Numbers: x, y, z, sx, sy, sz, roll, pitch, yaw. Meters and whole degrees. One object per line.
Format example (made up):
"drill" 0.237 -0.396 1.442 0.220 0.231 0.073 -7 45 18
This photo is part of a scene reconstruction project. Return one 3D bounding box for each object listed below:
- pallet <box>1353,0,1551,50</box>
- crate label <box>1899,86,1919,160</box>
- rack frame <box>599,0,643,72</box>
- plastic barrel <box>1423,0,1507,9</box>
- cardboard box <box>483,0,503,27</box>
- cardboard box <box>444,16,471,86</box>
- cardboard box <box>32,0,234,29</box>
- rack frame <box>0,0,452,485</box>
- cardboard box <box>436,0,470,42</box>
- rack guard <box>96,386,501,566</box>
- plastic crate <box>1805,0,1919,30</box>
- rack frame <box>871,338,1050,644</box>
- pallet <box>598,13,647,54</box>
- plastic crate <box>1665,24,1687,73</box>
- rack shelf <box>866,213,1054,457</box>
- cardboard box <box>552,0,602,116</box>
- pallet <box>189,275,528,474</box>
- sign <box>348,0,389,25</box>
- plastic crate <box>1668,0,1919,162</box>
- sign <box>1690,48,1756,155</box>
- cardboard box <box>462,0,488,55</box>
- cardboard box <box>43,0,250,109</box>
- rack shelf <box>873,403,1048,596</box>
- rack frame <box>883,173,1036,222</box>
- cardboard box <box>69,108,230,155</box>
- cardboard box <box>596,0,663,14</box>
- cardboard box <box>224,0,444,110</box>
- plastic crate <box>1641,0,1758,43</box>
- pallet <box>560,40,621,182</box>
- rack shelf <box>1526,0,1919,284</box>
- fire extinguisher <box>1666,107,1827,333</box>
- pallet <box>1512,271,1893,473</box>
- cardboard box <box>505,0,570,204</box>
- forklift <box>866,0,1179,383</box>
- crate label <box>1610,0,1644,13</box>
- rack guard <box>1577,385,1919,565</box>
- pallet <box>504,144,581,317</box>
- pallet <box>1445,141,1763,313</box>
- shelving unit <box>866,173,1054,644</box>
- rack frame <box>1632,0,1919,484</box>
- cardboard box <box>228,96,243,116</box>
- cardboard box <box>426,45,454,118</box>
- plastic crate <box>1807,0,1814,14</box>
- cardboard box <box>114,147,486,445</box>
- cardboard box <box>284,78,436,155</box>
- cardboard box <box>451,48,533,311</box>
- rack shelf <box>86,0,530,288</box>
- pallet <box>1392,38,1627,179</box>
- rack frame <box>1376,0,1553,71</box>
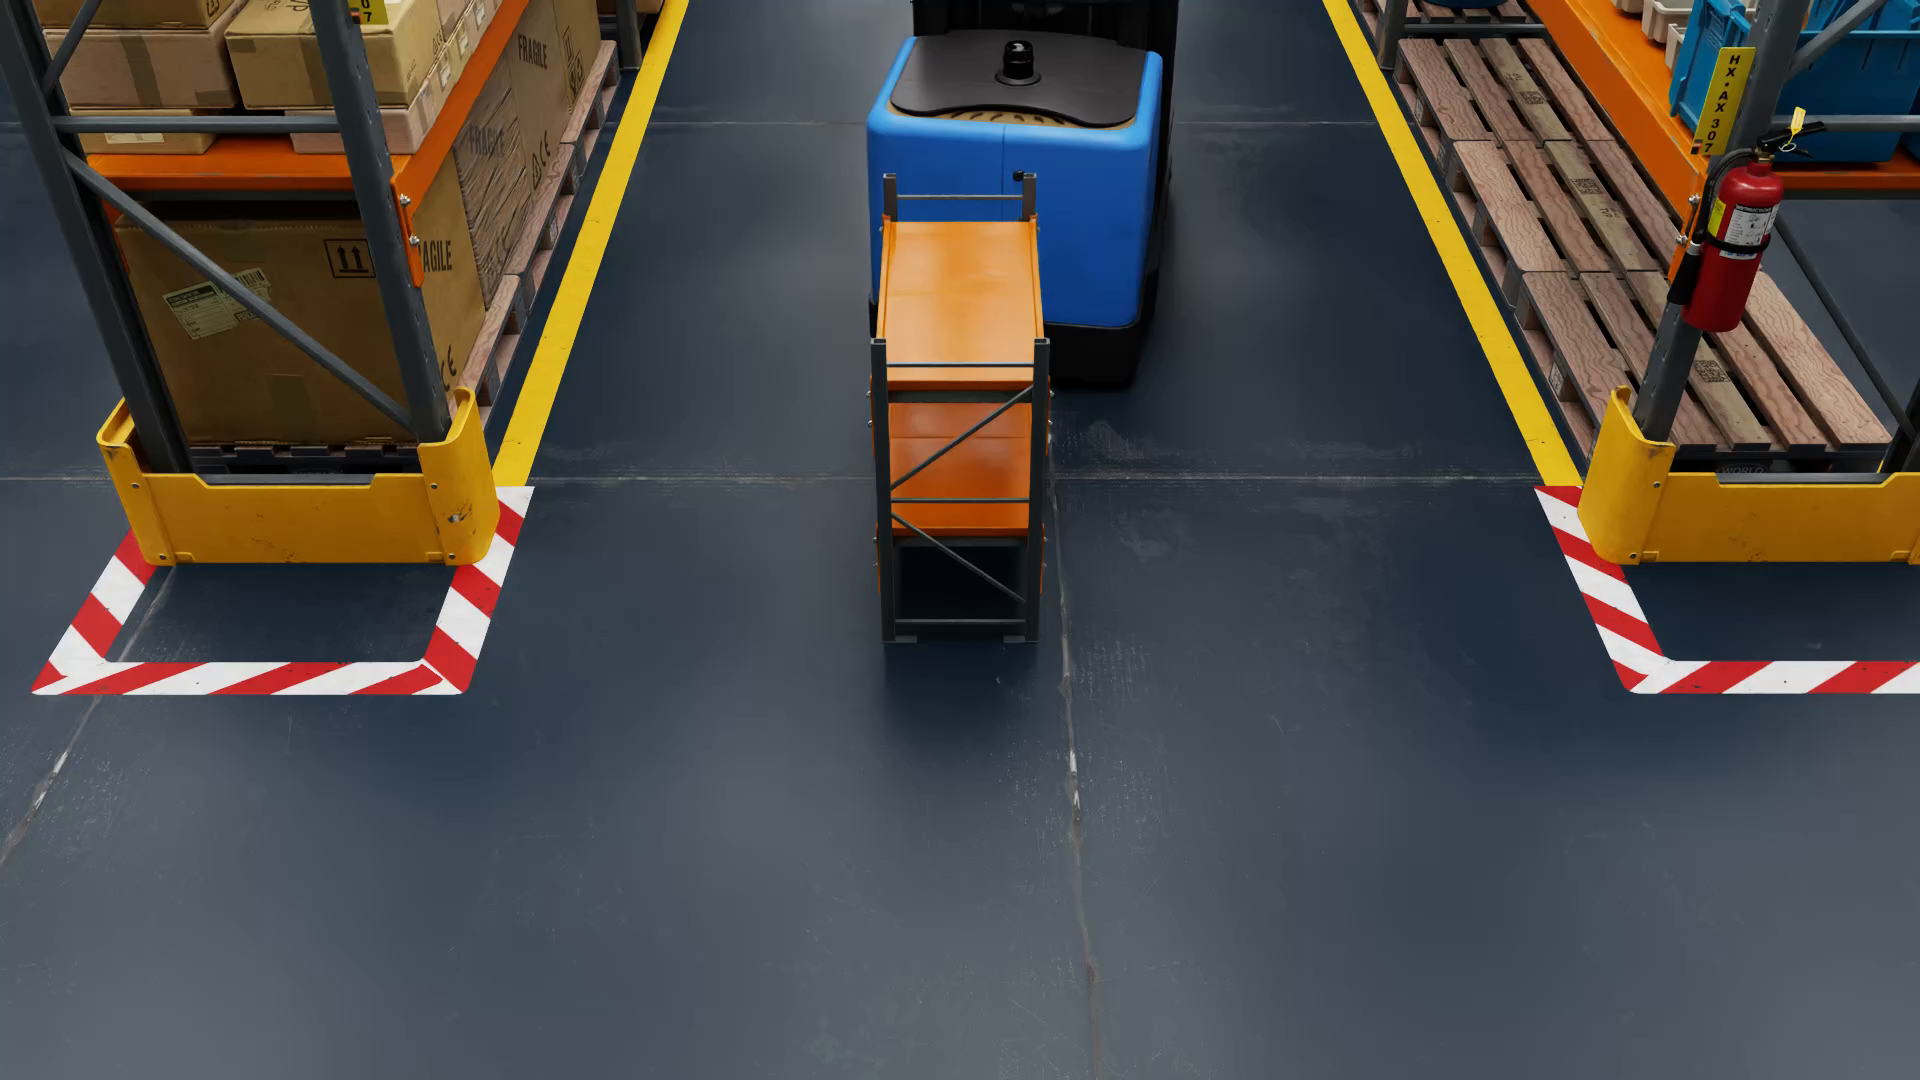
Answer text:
"pallet" 2.785 -3.105 9.456 1.003 0.211 1.213 0 39 0
"crate label" 3.078 -1.322 5.087 0.416 0.233 0.303 0 39 0
"rack frame" -2.209 -3.707 7.977 1.000 3.000 0.127 0 39 0
"plastic barrel" 2.761 -3.396 8.931 0.600 0.901 0.708 0 39 0
"cardboard box" -1.878 -1.973 6.014 0.380 0.149 0.250 -1 39 -1
"cardboard box" -1.877 -1.650 5.612 0.380 0.149 0.250 -1 39 -1
"cardboard box" -2.468 -1.860 4.955 0.500 0.500 0.500 0 39 1
"rack frame" -2.204 -1.206 4.856 1.000 3.000 0.127 0 39 0
"cardboard box" -1.942 -1.889 5.590 0.500 0.250 0.500 0 39 -1
"rack guard" -2.204 -0.215 5.619 1.175 0.500 0.348 0 39 0
"plastic crate" 3.077 -1.734 5.601 0.416 0.233 0.300 0 39 0
"rack frame" 0.001 -0.117 4.996 0.500 1.125 0.032 0 39 0
"pallet" -2.285 -3.101 9.451 1.003 0.211 1.213 0 39 0
"plastic crate" 2.567 -1.640 5.560 0.396 0.136 0.243 0 39 0
"rack shelf" 0.000 -0.663 5.210 0.538 0.278 1.000 0 39 0
"cardboard box" -2.288 -2.629 7.995 0.875 0.875 0.875 0 39 0
"pallet" -2.283 -0.618 6.352 1.003 0.211 1.213 0 39 0
"sign" -1.649 -1.571 4.556 0.100 0.325 0.005 0 39 0
"plastic crate" 2.562 -1.456 5.092 0.616 0.435 0.499 0 39 0
"sign" 2.199 -1.262 4.796 0.100 0.325 0.005 0 39 0
"cardboard box" -1.878 -1.814 5.815 0.380 0.149 0.250 -1 39 -1
"cardboard box" -2.470 -1.566 5.188 0.500 0.250 0.500 -1 39 -1
"rack shelf" 0.000 -0.244 5.546 0.538 0.278 1.000 0 39 0
"rack frame" -0.001 -0.753 5.790 0.500 1.125 0.032 0 39 0
"cardboard box" -2.534 -1.330 5.212 0.380 0.149 0.250 1 39 1
"cardboard box" -2.229 -3.442 9.010 1.225 0.875 0.875 0 39 0
"cardboard box" -1.935 -1.564 5.185 0.500 0.250 0.500 -1 39 -1
"plastic crate" 2.581 -1.821 5.786 0.396 0.136 0.243 0 39 0
"pallet" -2.286 -2.143 8.256 1.003 0.211 1.213 0 39 0
"rack shelf" 2.746 -2.179 6.646 1.077 0.370 4.000 0 39 0
"fire extinguisher" 2.295 -0.939 4.883 0.296 0.674 0.183 0 39 0
"pallet" 2.787 -0.637 6.376 1.003 0.211 1.213 0 39 0
"cardboard box" -2.287 -2.066 7.293 0.875 0.875 0.875 0 39 0
"forklift" 0.389 -2.668 6.736 1.130 2.935 3.031 6 39 7
"crate label" 2.556 -1.995 6.004 0.396 0.136 0.243 0 39 0
"rack guard" 2.762 -0.219 5.623 1.175 0.500 0.348 0 39 0
"pallet" -2.282 -1.379 7.301 1.003 0.211 1.213 0 39 0
"pallet" 2.788 -1.398 7.326 1.003 0.211 1.213 0 39 0
"shelving unit" 0.000 -0.435 5.393 0.538 1.125 1.048 0 39 0
"rack frame" 2.749 -1.209 4.860 1.000 3.000 0.127 0 39 0
"cardboard box" -2.536 -1.493 5.415 0.380 0.149 0.250 0 39 0
"cardboard box" -1.876 -1.490 5.412 0.380 0.149 0.250 -1 39 -1
"plastic crate" 3.159 -1.909 5.897 0.250 0.136 0.298 0 39 0
"cardboard box" -2.285 -0.941 5.888 0.875 0.875 0.875 0 39 0
"cardboard box" -1.875 -1.330 5.212 0.380 0.149 0.250 0 39 0
"cardboard box" -2.286 -1.510 6.598 0.875 0.875 0.875 0 39 0
"rack shelf" -2.206 -2.176 6.642 1.077 0.370 4.000 0 39 0
"pallet" 2.784 -2.163 8.280 1.003 0.211 1.213 0 39 0
"rack frame" 2.744 -3.711 7.982 1.000 3.000 0.127 0 39 0
